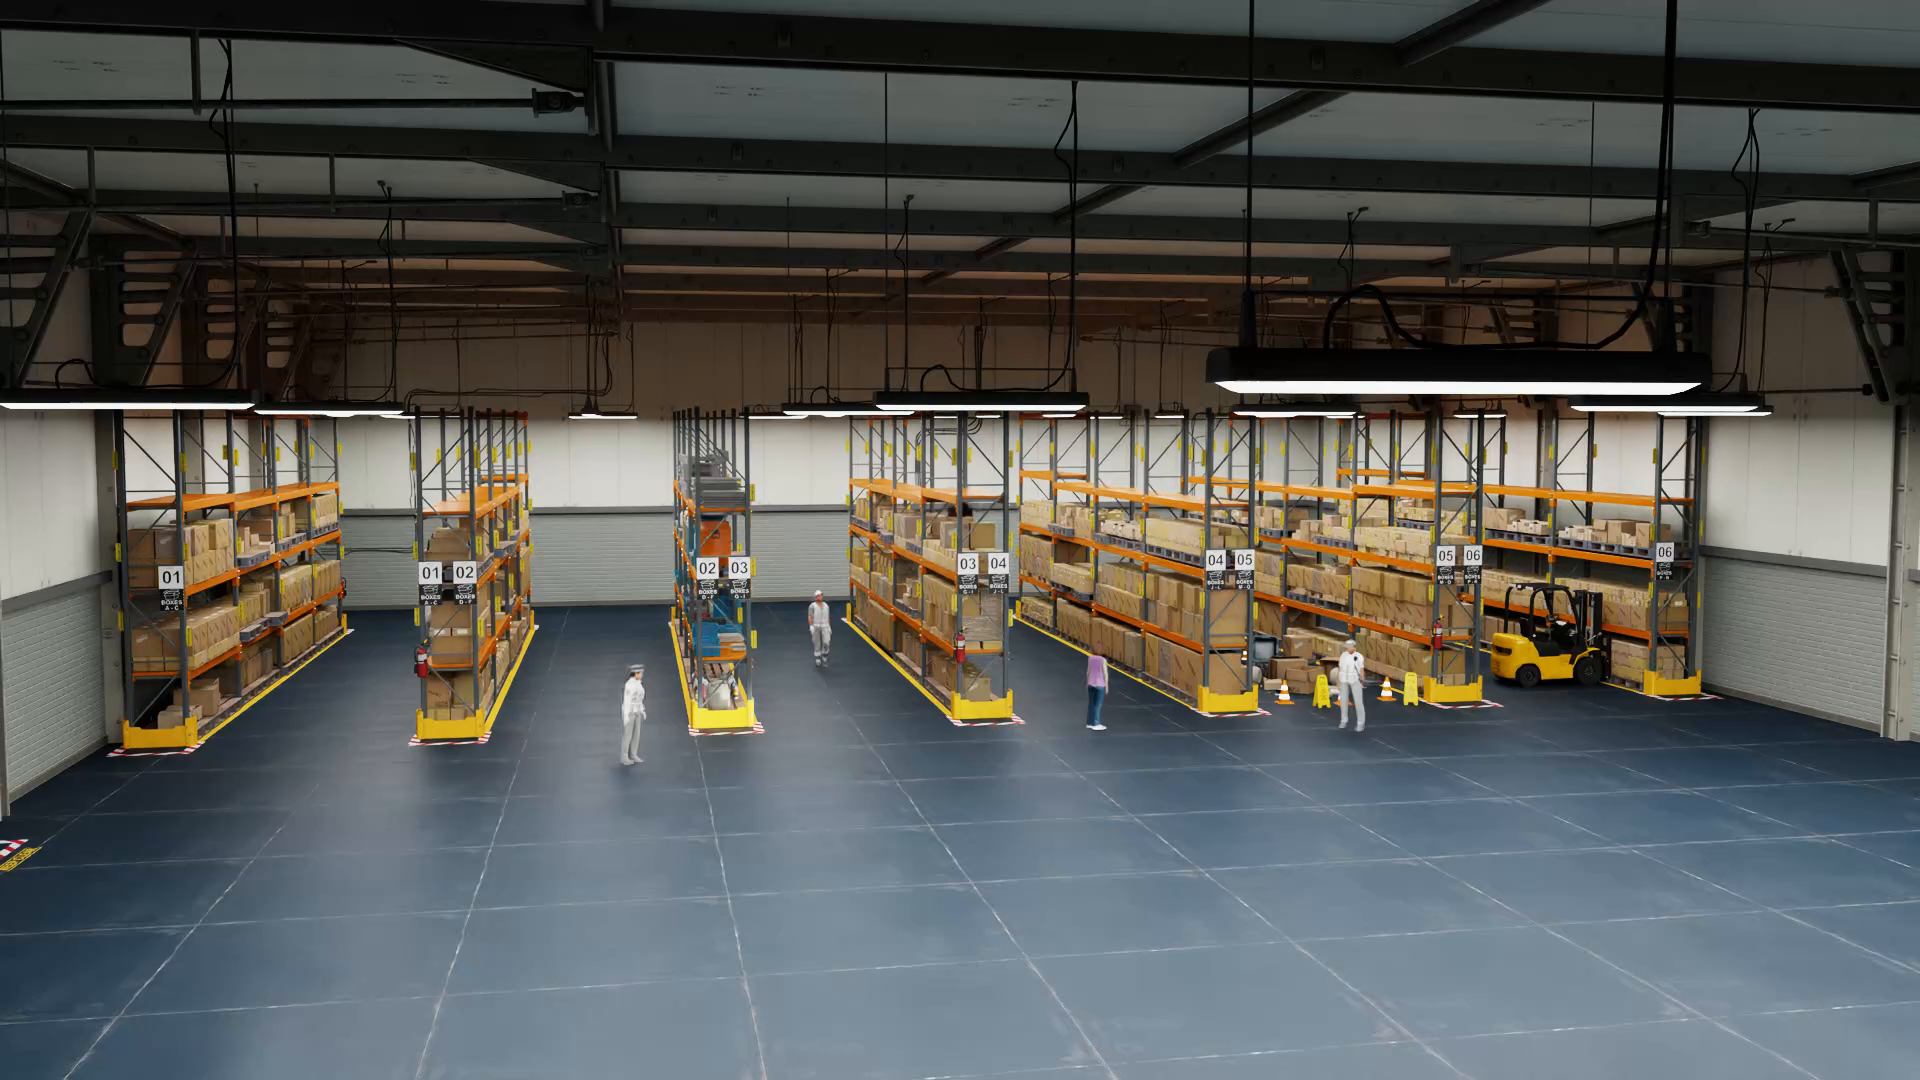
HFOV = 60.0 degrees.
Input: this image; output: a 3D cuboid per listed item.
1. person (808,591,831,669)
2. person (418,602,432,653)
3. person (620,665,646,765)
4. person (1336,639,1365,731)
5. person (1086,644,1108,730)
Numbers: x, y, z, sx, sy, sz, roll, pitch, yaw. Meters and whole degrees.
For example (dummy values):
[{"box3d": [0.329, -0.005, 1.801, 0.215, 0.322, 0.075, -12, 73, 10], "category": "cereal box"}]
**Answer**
[{"box3d": [-3.260, 2.079, 38.555, 0.532, 1.806, 0.546, 0, 4, -2], "category": "person"}, {"box3d": [-12.980, 1.950, 40.657, 0.516, 1.712, 1.039, -1, 4, -10], "category": "person"}, {"box3d": [-5.485, 2.915, 27.860, 0.403, 1.671, 0.531, 1, 4, 13], "category": "person"}, {"box3d": [7.307, 2.700, 31.060, 0.553, 1.693, 0.451, 3, 5, 32], "category": "person"}, {"box3d": [2.559, 2.729, 30.897, 0.494, 1.609, 0.324, 3, 5, 39], "category": "person"}]
